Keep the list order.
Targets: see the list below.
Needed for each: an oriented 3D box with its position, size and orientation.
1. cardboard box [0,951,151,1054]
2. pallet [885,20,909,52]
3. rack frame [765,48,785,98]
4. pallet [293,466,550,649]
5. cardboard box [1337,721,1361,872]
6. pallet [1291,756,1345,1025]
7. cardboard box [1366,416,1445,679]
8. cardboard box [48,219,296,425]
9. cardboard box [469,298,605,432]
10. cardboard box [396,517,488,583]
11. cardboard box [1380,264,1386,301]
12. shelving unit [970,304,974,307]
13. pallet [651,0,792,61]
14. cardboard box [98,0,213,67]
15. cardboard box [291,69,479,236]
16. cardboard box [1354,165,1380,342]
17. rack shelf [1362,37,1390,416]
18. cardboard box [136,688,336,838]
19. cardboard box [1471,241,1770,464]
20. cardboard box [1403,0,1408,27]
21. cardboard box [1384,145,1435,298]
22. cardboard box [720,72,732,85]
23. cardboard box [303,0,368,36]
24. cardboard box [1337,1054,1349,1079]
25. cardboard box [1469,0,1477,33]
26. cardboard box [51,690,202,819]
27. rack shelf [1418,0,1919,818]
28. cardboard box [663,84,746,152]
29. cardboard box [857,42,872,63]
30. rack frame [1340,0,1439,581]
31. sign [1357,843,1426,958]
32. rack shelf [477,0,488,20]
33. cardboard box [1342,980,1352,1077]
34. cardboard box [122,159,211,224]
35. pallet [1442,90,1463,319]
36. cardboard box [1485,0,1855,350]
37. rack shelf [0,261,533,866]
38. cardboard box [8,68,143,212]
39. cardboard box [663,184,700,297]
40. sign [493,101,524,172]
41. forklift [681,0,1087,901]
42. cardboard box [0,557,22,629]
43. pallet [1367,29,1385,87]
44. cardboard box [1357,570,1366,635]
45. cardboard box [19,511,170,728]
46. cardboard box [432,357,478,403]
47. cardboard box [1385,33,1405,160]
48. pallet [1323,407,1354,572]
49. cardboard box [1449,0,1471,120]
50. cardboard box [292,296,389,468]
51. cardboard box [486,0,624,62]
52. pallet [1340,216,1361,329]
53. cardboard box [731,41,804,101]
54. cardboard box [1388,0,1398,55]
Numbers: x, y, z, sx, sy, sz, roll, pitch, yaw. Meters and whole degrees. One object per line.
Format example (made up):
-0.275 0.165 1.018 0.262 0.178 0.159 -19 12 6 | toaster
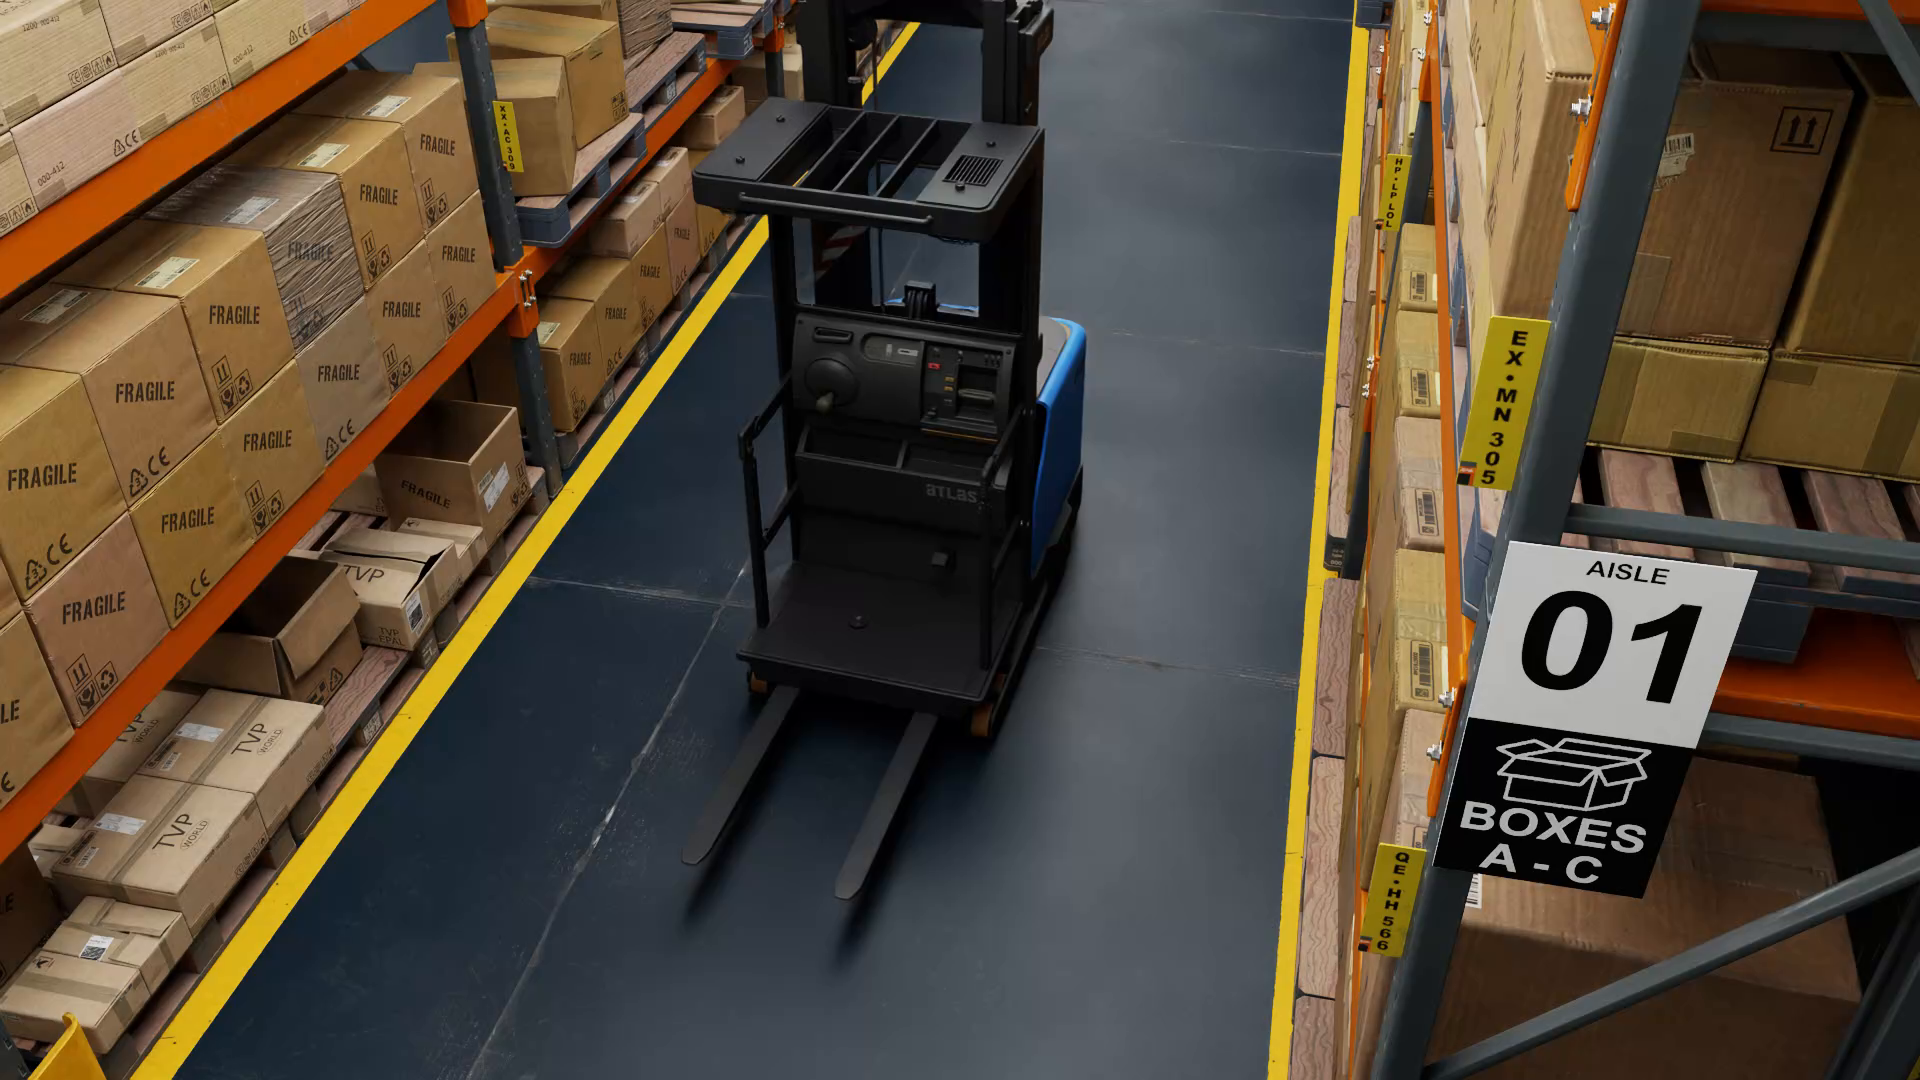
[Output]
-2.987 1.555 5.602 0.380 0.149 0.250 7 37 10 | cardboard box
-0.968 -4.547 14.344 1.003 0.211 1.213 7 37 10 | pallet
-1.703 -3.810 10.951 1.000 3.000 0.127 7 37 10 | rack frame
-2.705 0.006 8.062 1.003 0.211 1.213 7 37 10 | pallet
1.801 0.941 6.167 0.700 0.500 0.500 8 37 11 | cardboard box
1.785 1.359 6.196 1.003 0.211 1.213 7 37 10 | pallet
1.844 0.125 5.265 0.980 0.700 0.700 6 36 8 | cardboard box
-2.736 -0.769 5.817 0.500 0.500 0.500 7 37 10 | cardboard box
-2.216 -0.930 8.732 0.500 0.500 0.500 6 36 8 | cardboard box
-2.423 0.044 7.688 0.380 0.149 0.250 7 37 10 | cardboard box
2.109 -1.182 7.521 0.380 0.149 0.250 8 37 11 | cardboard box
0.181 -0.765 8.411 0.215 1.050 0.252 10 37 13 | shelving unit
-1.779 -3.335 10.459 1.213 0.211 1.003 7 37 10 | pallet
-2.723 -1.701 5.187 0.500 0.250 0.500 7 37 10 | cardboard box
-2.412 -1.640 7.020 0.500 0.500 0.500 7 37 10 | cardboard box
2.659 -1.584 9.354 0.750 0.750 0.750 7 37 10 | cardboard box
2.710 -1.754 8.726 1.077 0.370 4.000 7 37 10 | rack shelf
-2.805 0.862 6.473 0.500 0.250 0.500 7 37 10 | cardboard box
1.326 -0.422 3.406 0.500 0.250 0.500 8 37 11 | cardboard box
2.571 -2.841 8.619 0.500 0.250 0.500 8 37 10 | cardboard box
2.135 -1.364 7.220 0.500 0.500 0.500 7 36 9 | cardboard box
-1.832 -3.425 11.927 0.500 0.311 0.500 8 37 11 | cardboard box
-2.519 -2.073 6.127 0.500 0.250 0.500 7 37 10 | cardboard box
1.480 1.823 4.951 0.700 0.500 0.500 7 37 10 | cardboard box
1.653 -1.613 4.410 0.500 0.500 0.500 8 37 10 | cardboard box
-3.304 0.828 6.520 0.500 0.250 0.500 7 37 10 | cardboard box
1.856 -0.675 4.682 1.077 0.370 4.000 7 37 10 | rack shelf
-1.681 -2.681 10.510 0.500 0.250 0.500 9 37 12 | cardboard box
-0.983 -4.011 13.214 0.500 0.250 0.500 8 37 11 | cardboard box
2.283 -0.898 6.933 1.000 3.000 0.127 7 37 10 | rack frame
0.901 0.754 3.465 0.100 0.325 0.005 7 37 10 | sign
-2.130 -3.587 8.700 1.077 0.370 4.000 7 37 10 | rack shelf
1.330 1.464 4.893 0.380 0.149 0.250 7 37 9 | cardboard box
-3.153 -1.137 6.326 0.500 0.500 0.500 6 36 9 | cardboard box
1.835 -0.912 4.472 1.003 0.211 1.213 7 37 10 | pallet
1.318 -0.727 3.186 0.500 0.500 0.500 7 37 10 | cardboard box
-2.985 -0.079 6.416 1.077 0.370 4.000 7 37 10 | rack shelf
-2.829 -1.212 4.938 0.500 0.250 0.500 7 37 10 | cardboard box
-1.890 -1.812 9.950 0.500 0.500 0.500 6 36 8 | cardboard box
-2.026 -1.804 7.445 0.100 0.325 0.005 7 37 10 | sign
-0.295 -0.601 6.581 1.130 2.935 3.031 10 37 13 | forklift
-3.059 0.110 4.606 0.500 0.500 0.500 8 37 11 | cardboard box
3.827 -3.909 13.464 1.003 0.211 1.213 7 37 10 | pallet
1.771 0.271 6.540 0.380 0.149 0.250 8 37 12 | cardboard box
-2.954 0.218 5.308 0.500 0.500 0.500 7 37 10 | cardboard box
-2.732 -1.002 8.831 0.500 0.500 0.500 7 37 10 | cardboard box
2.452 -2.231 8.417 0.500 0.500 0.500 8 37 11 | cardboard box
2.374 -0.221 8.375 1.003 0.211 1.213 7 37 10 | pallet
1.652 -1.314 4.636 0.500 0.250 0.500 6 36 9 | cardboard box
-2.630 -0.648 6.503 0.500 0.500 0.500 8 37 11 | cardboard box
-2.240 -2.748 9.043 0.700 0.500 0.500 -1 36 -2 | cardboard box
2.895 -1.620 10.305 1.003 0.211 1.213 7 37 10 | pallet
-1.304 -3.357 11.834 0.500 0.311 0.500 9 37 12 | cardboard box
2.783 -3.114 9.635 0.500 0.500 0.500 8 37 11 | cardboard box
